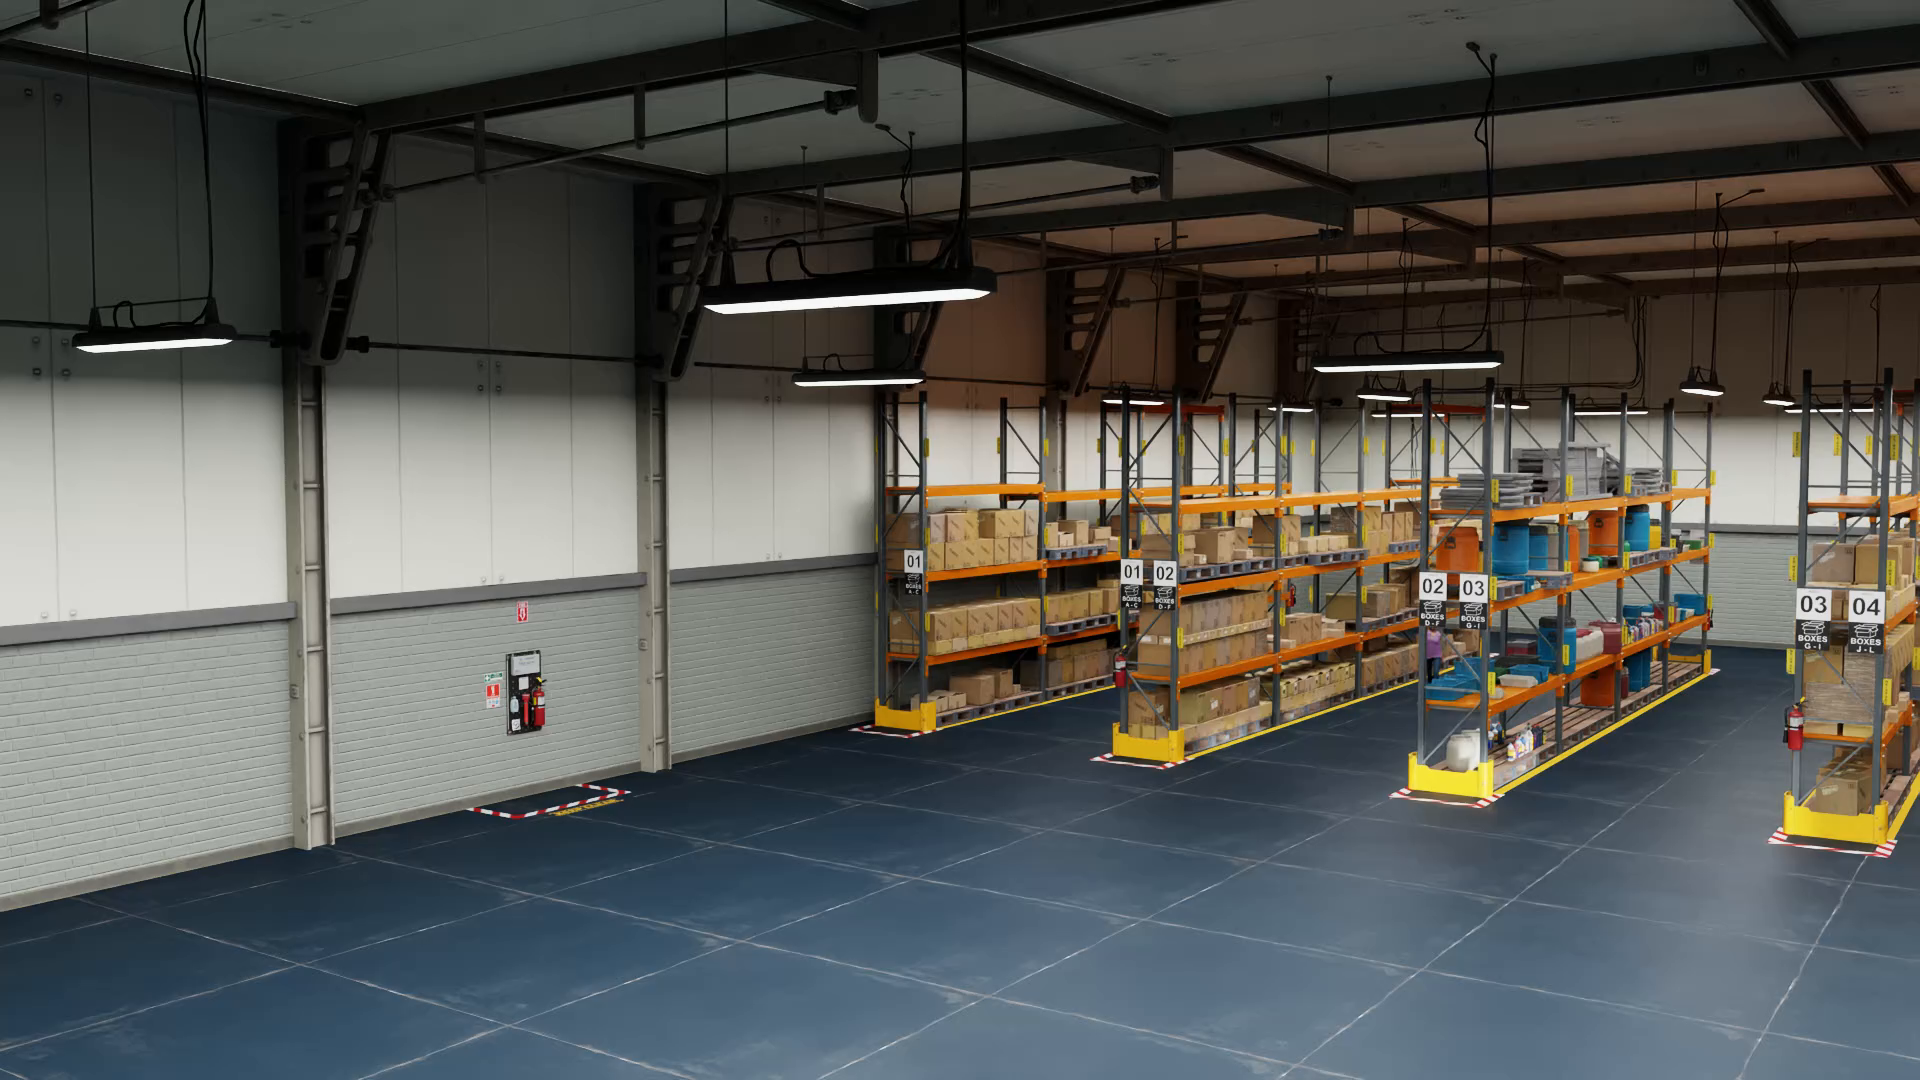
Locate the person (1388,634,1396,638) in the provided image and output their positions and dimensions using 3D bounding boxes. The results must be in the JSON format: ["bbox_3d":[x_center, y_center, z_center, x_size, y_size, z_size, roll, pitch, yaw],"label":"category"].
[{"bbox_3d":[11.177,1.735,43.708,0.528,1.661,0.587,-2,4,-34],"label":"person"}]

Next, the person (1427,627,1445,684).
[{"bbox_3d":[9.505,2.352,33.353,0.430,1.554,0.893,1,3,24],"label":"person"}]
